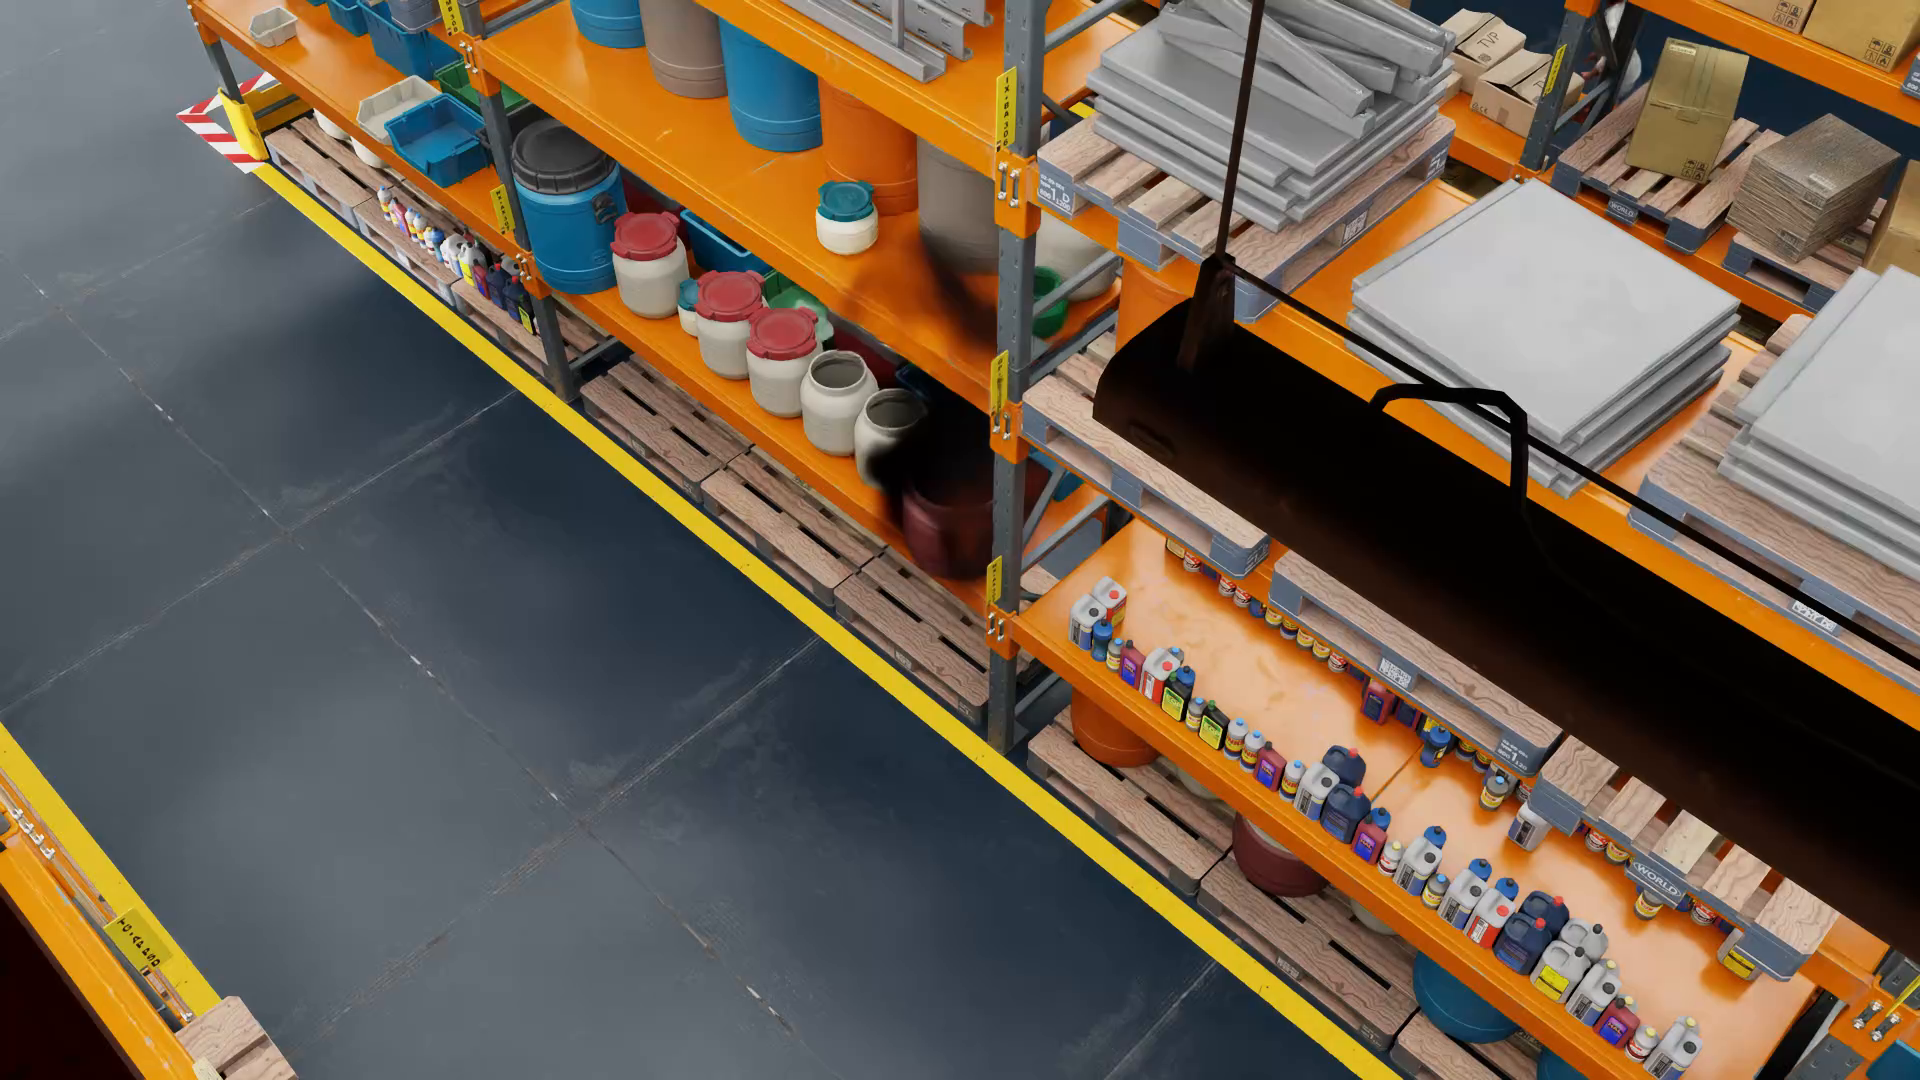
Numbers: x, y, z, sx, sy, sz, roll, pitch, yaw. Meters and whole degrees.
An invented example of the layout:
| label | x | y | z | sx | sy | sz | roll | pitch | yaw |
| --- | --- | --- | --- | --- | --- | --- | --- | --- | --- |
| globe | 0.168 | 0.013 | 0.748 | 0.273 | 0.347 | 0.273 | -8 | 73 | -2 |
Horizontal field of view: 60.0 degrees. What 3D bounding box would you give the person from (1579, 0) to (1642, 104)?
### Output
| label | x | y | z | sx | sy | sz | roll | pitch | yaw |
| --- | --- | --- | --- | --- | --- | --- | --- | --- | --- |
| person | 4.887 | -3.412 | 12.274 | 0.739 | 1.500 | 0.515 | 24 | 54 | 19 |
